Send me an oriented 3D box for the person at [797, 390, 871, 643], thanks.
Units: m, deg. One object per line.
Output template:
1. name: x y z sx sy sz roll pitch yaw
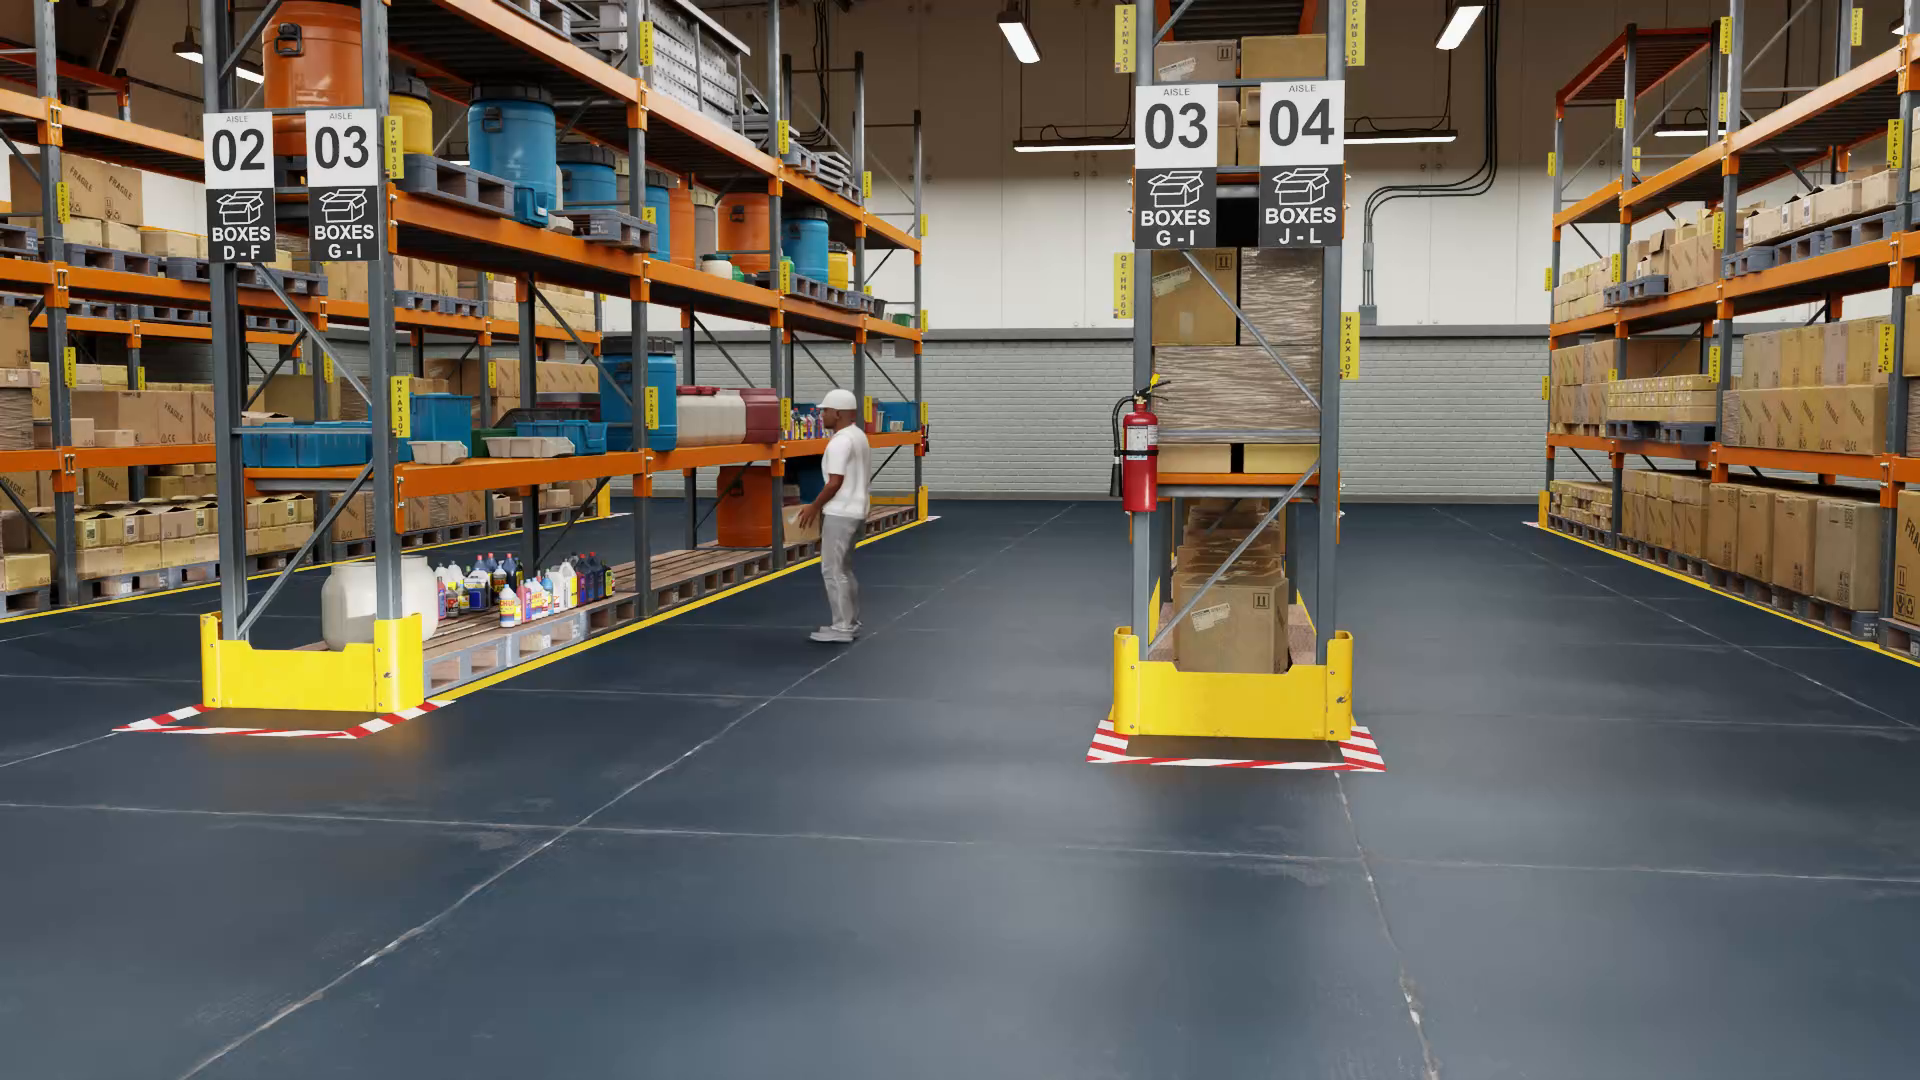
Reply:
1. person: -0.877 -0.173 11.721 0.482 1.767 0.569 1 4 8
